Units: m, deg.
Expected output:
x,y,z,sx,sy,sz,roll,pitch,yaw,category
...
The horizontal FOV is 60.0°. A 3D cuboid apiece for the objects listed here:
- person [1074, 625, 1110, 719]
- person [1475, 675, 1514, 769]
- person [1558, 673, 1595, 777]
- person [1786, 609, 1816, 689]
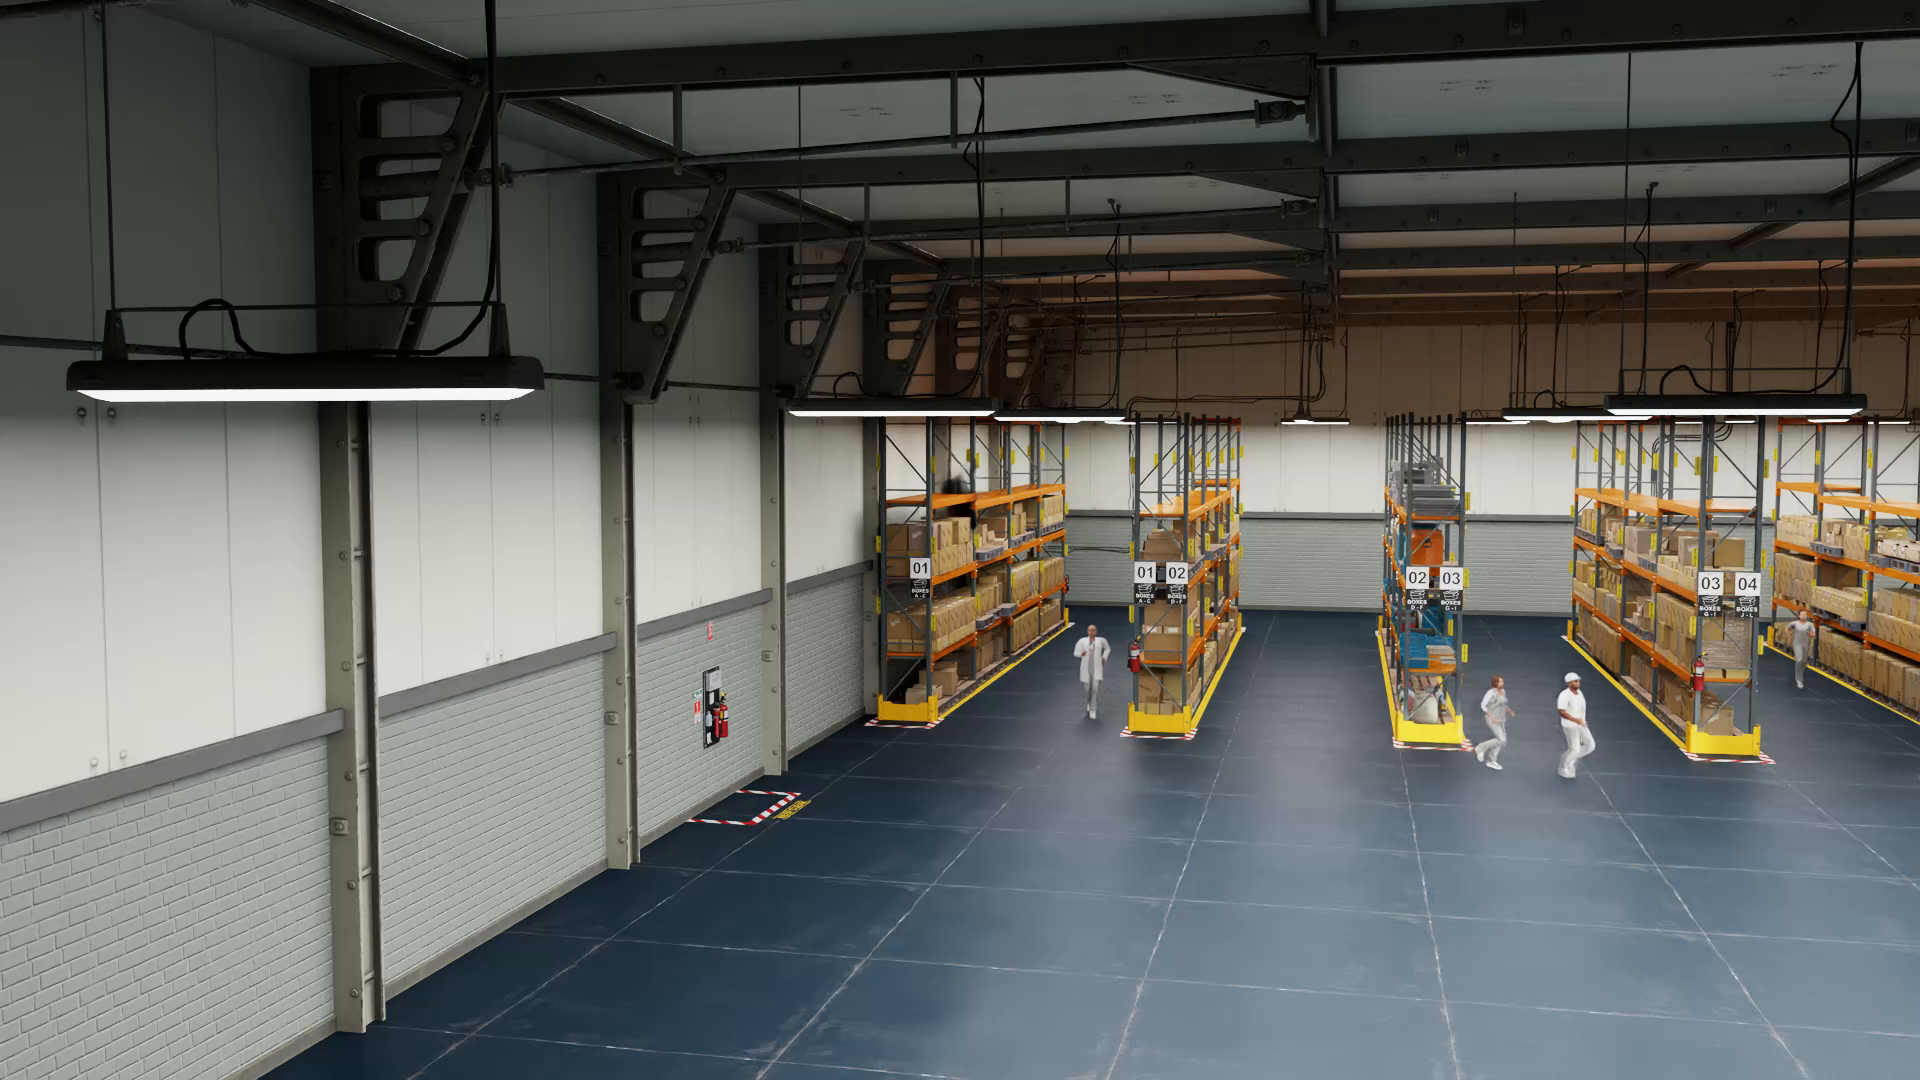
x,y,z,sx,sy,sz,roll,pitch,yaw,category
2.604,2.574,32.911,0.708,1.785,1.000,1,4,9,person
9.021,3.058,27.987,0.528,1.571,0.572,-3,5,-41,person
10.049,3.020,27.138,0.712,1.721,0.566,-3,5,-40,person
18.623,2.387,36.826,0.541,1.710,0.830,1,4,9,person
